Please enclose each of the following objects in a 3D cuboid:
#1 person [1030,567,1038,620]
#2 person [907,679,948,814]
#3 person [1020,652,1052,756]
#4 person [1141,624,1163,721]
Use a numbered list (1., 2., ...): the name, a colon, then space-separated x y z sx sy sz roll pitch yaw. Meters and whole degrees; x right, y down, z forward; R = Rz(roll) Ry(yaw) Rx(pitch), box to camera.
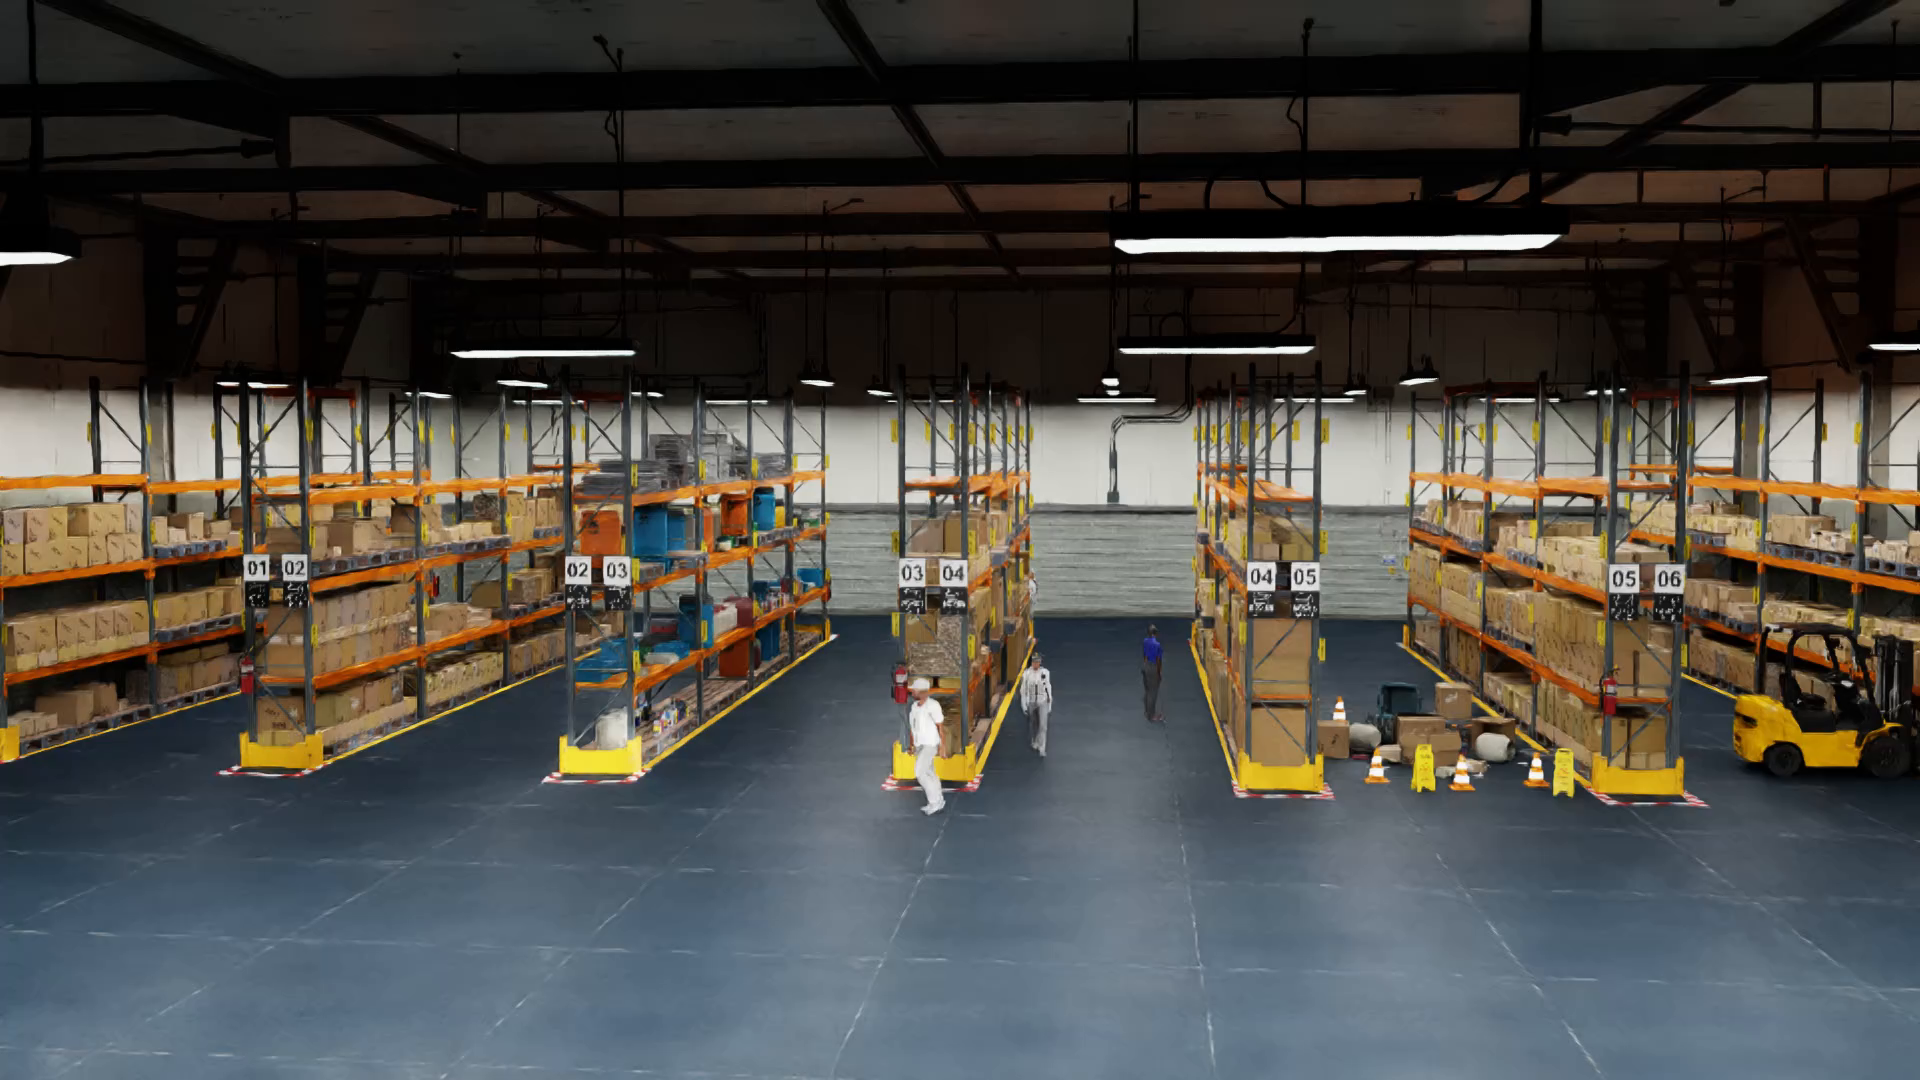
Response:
1. person: 1.661 1.507 41.667 0.559 1.657 0.571 -2 4 -32
2. person: -0.439 2.703 21.962 0.488 1.752 0.660 -2 4 -27
3. person: 1.183 2.520 25.941 0.496 1.583 1.072 0 4 7
4. person: 3.383 2.297 29.059 0.421 1.663 0.502 -2 4 -26
